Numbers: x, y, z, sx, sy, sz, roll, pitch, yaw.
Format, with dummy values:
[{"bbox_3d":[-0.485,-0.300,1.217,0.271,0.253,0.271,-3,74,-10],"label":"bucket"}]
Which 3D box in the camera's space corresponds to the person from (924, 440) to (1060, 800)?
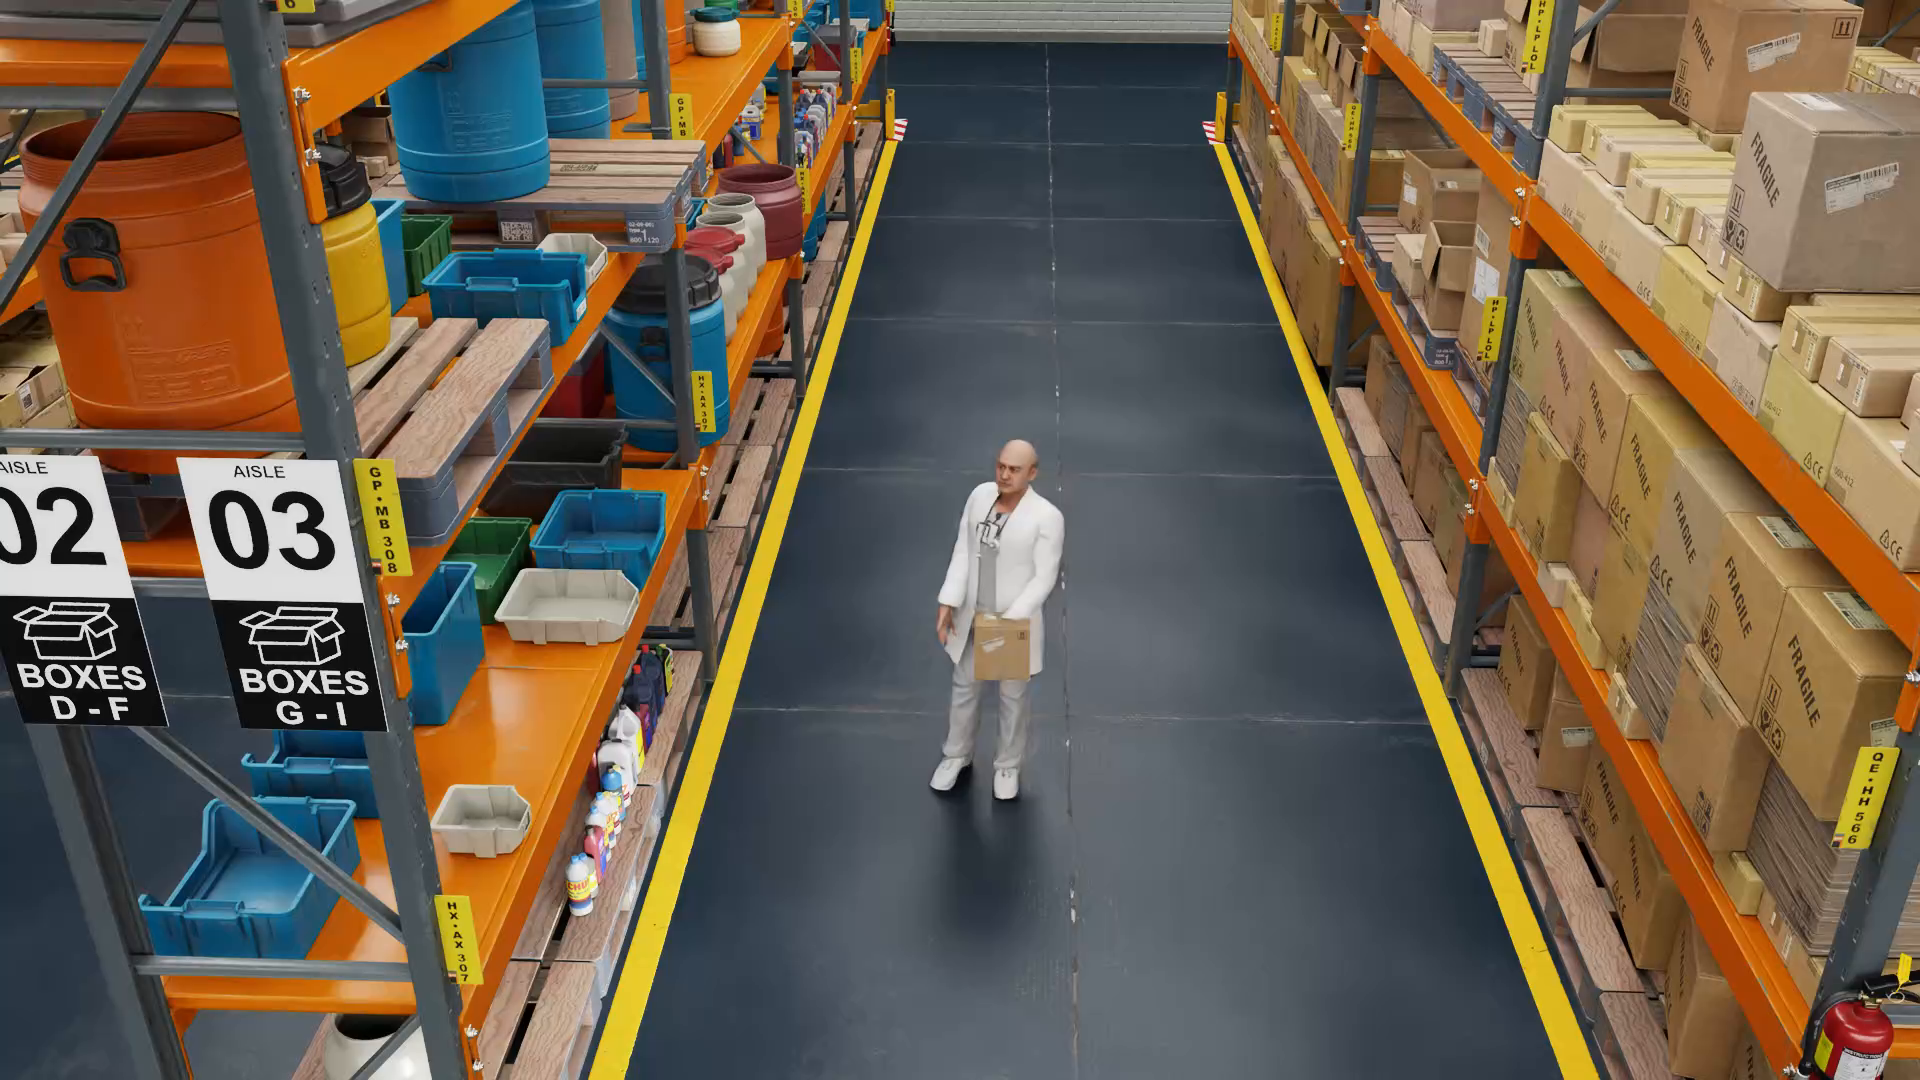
[{"bbox_3d":[0.138,0.396,7.856,0.572,1.781,0.579,-20,33,-33],"label":"person"}]
